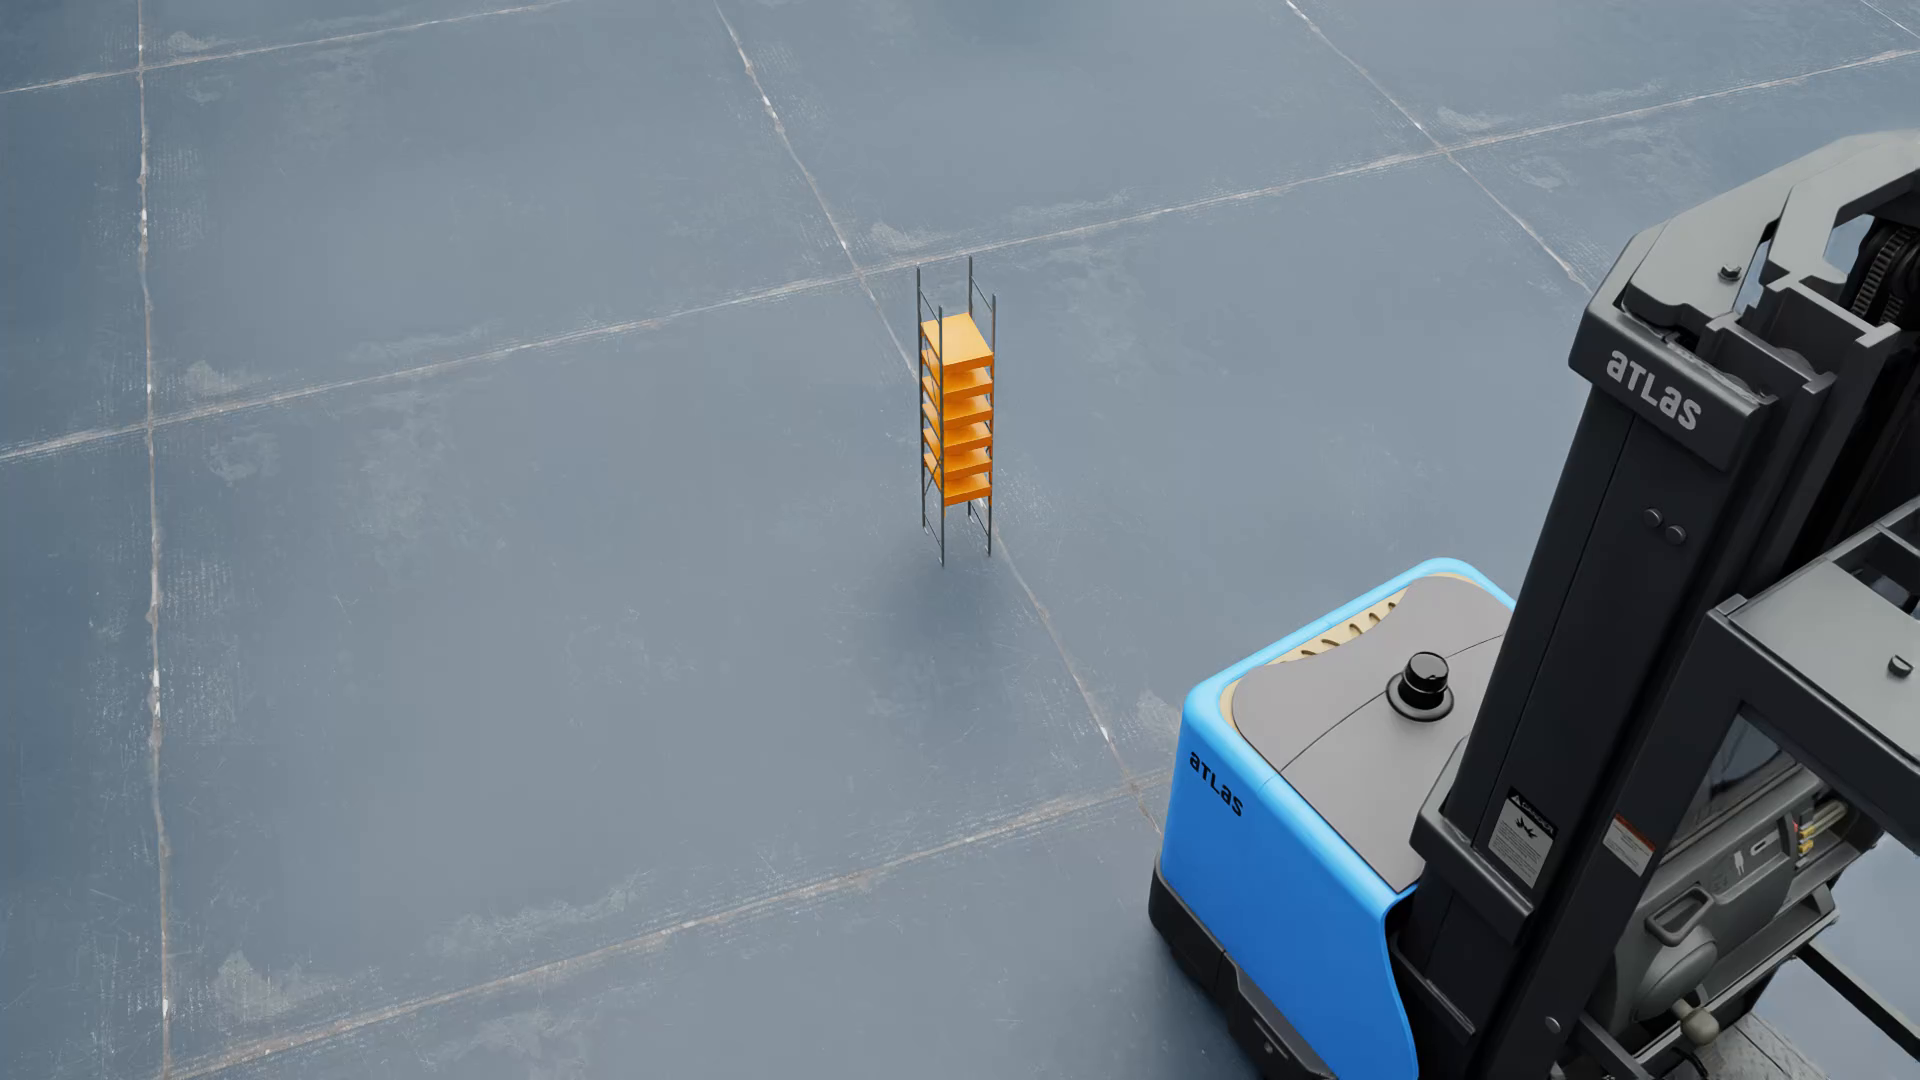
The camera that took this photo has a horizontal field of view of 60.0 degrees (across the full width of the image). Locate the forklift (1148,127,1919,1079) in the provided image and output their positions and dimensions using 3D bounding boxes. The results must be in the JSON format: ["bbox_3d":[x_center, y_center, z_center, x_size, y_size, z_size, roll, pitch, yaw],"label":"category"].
[{"bbox_3d":[1.798,0.809,3.374,1.130,2.935,3.031,-25,50,-23],"label":"forklift"}]

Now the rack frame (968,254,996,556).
[{"bbox_3d":[0.072,-0.442,5.843,0.006,1.200,0.240,-14,47,-14],"label":"rack frame"}]

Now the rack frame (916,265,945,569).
[{"bbox_3d":[-0.100,-0.398,5.800,0.006,1.200,0.240,-14,47,-14],"label":"rack frame"}]

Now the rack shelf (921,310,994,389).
[{"bbox_3d":[-0.014,-0.643,5.598,0.180,0.103,0.258,-14,47,-14],"label":"rack shelf"}]

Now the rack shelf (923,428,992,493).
[{"bbox_3d":[-0.014,-0.304,5.938,0.180,0.103,0.258,-14,47,-14],"label":"rack shelf"}]

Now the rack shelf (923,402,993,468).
[{"bbox_3d":[-0.014,-0.389,5.853,0.180,0.103,0.258,-14,47,-14],"label":"rack shelf"}]

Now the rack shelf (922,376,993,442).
[{"bbox_3d":[-0.014,-0.473,5.768,0.180,0.103,0.258,-14,47,-14],"label":"rack shelf"}]

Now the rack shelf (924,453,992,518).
[{"bbox_3d":[-0.014,-0.219,6.023,0.180,0.103,0.258,-14,47,-14],"label":"rack shelf"}]

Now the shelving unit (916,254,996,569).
[{"bbox_3d":[-0.014,-0.420,5.822,0.189,1.200,0.258,-14,47,-14],"label":"shelving unit"}]

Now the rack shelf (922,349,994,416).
[{"bbox_3d":[-0.014,-0.558,5.683,0.180,0.103,0.258,-14,47,-14],"label":"rack shelf"}]
